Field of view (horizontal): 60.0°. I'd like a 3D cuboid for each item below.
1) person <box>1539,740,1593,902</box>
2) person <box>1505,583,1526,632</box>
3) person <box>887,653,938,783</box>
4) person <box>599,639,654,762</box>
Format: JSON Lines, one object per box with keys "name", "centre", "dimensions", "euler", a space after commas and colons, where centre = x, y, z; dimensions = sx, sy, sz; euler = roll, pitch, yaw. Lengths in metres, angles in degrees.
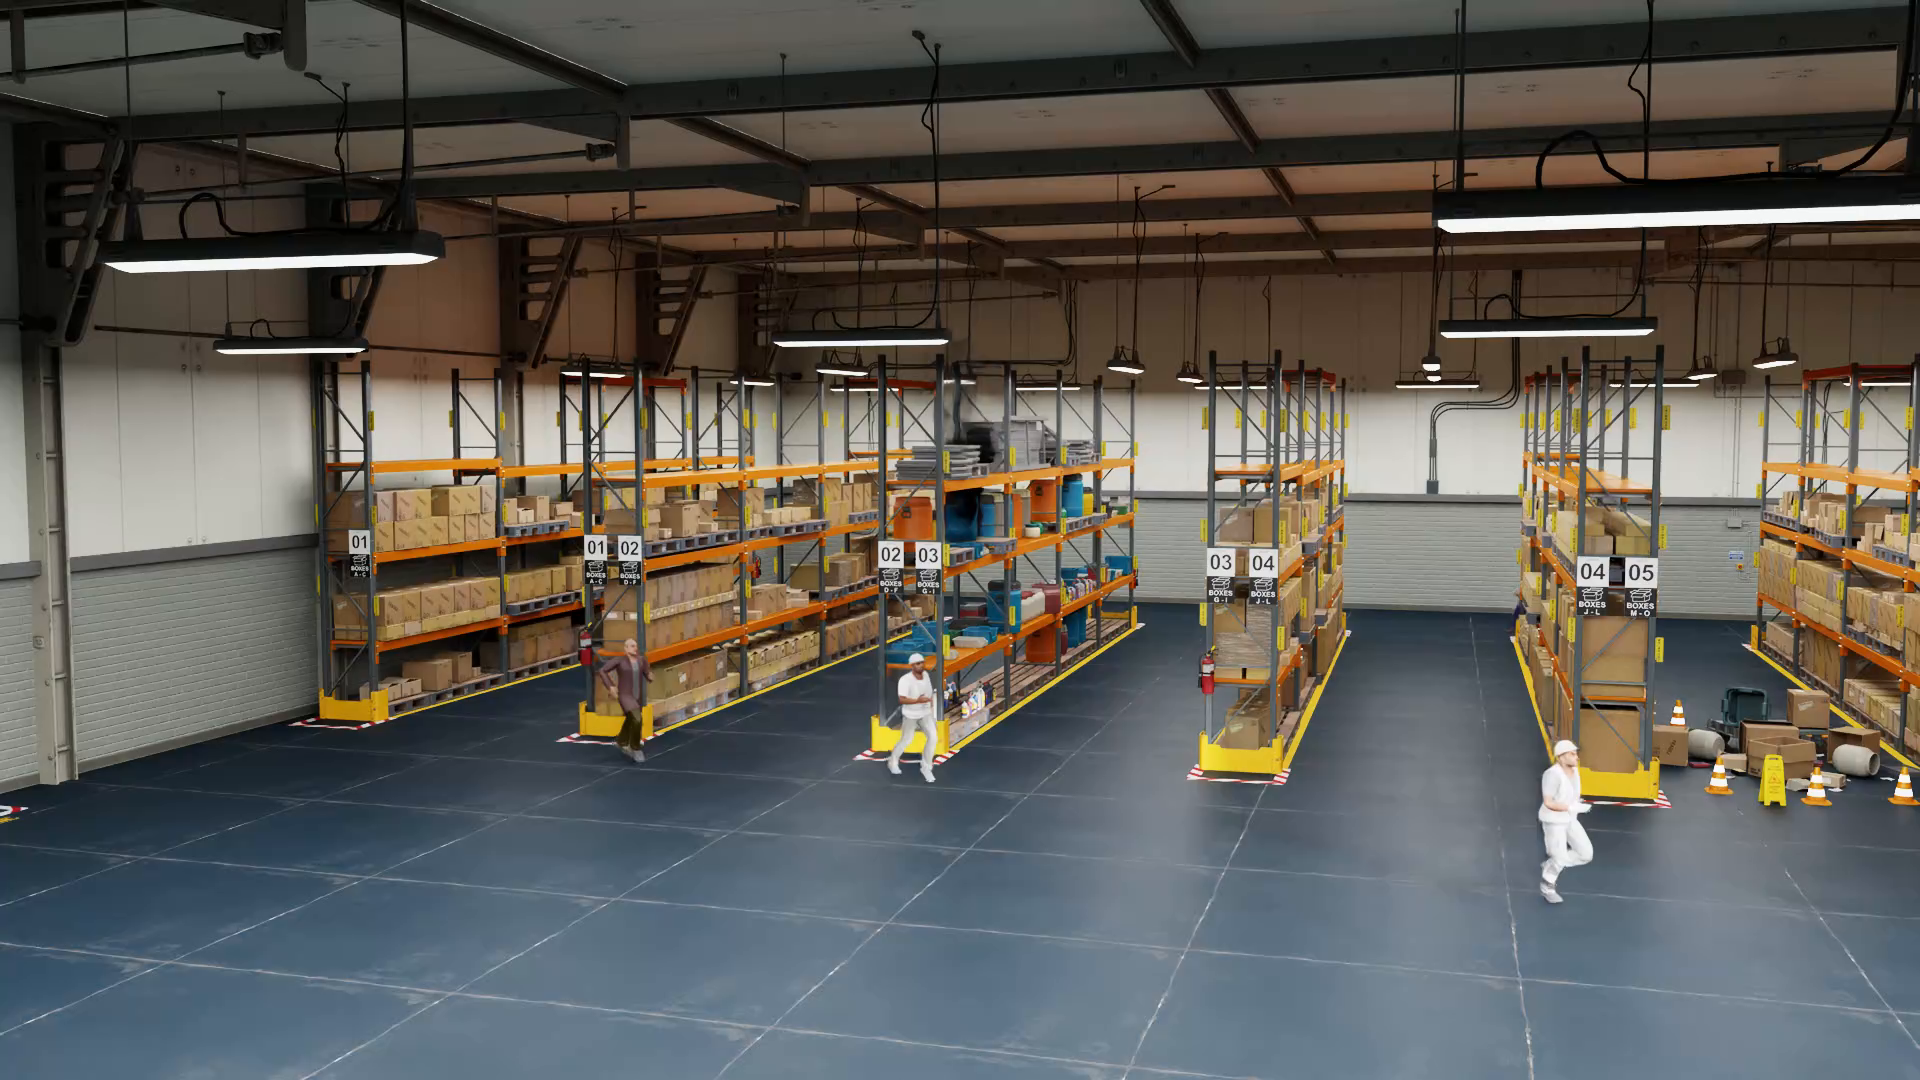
{"name": "person", "centre": [6.249, 2.908, 17.107], "dimensions": [0.707, 1.728, 0.657], "euler": [-3, 5, -35]}
{"name": "person", "centre": [13.201, 1.419, 38.922], "dimensions": [0.896, 1.591, 0.638], "euler": [2, 5, 29]}
{"name": "person", "centre": [-0.618, 2.468, 23.199], "dimensions": [0.713, 1.809, 0.899], "euler": [-3, 5, -38]}
{"name": "person", "centre": [-4.899, 2.370, 24.590], "dimensions": [0.916, 1.825, 0.729], "euler": [3, 5, 38]}
